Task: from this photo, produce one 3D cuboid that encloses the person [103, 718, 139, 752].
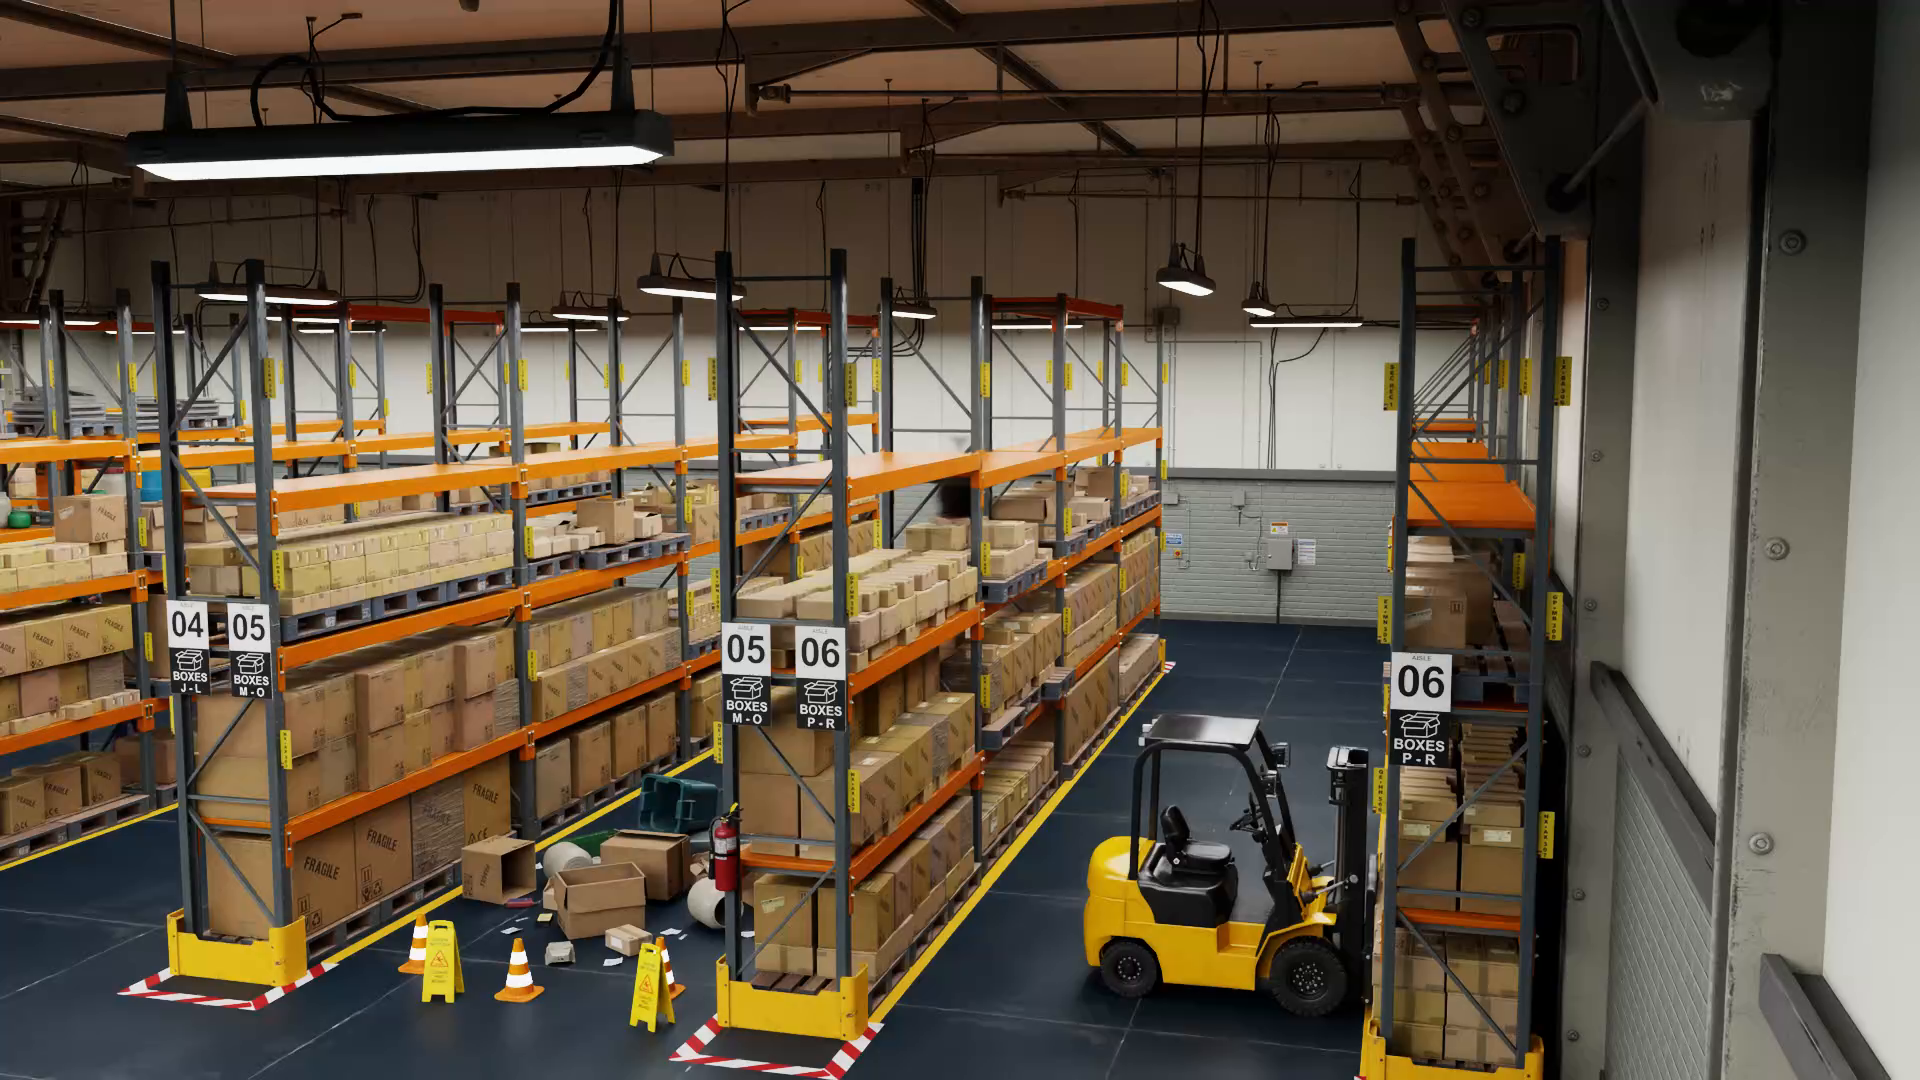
[{"bbox_3d":[-11.301,1.965,22.382,0.569,1.672,0.904,1,6,12],"label":"person"}]
